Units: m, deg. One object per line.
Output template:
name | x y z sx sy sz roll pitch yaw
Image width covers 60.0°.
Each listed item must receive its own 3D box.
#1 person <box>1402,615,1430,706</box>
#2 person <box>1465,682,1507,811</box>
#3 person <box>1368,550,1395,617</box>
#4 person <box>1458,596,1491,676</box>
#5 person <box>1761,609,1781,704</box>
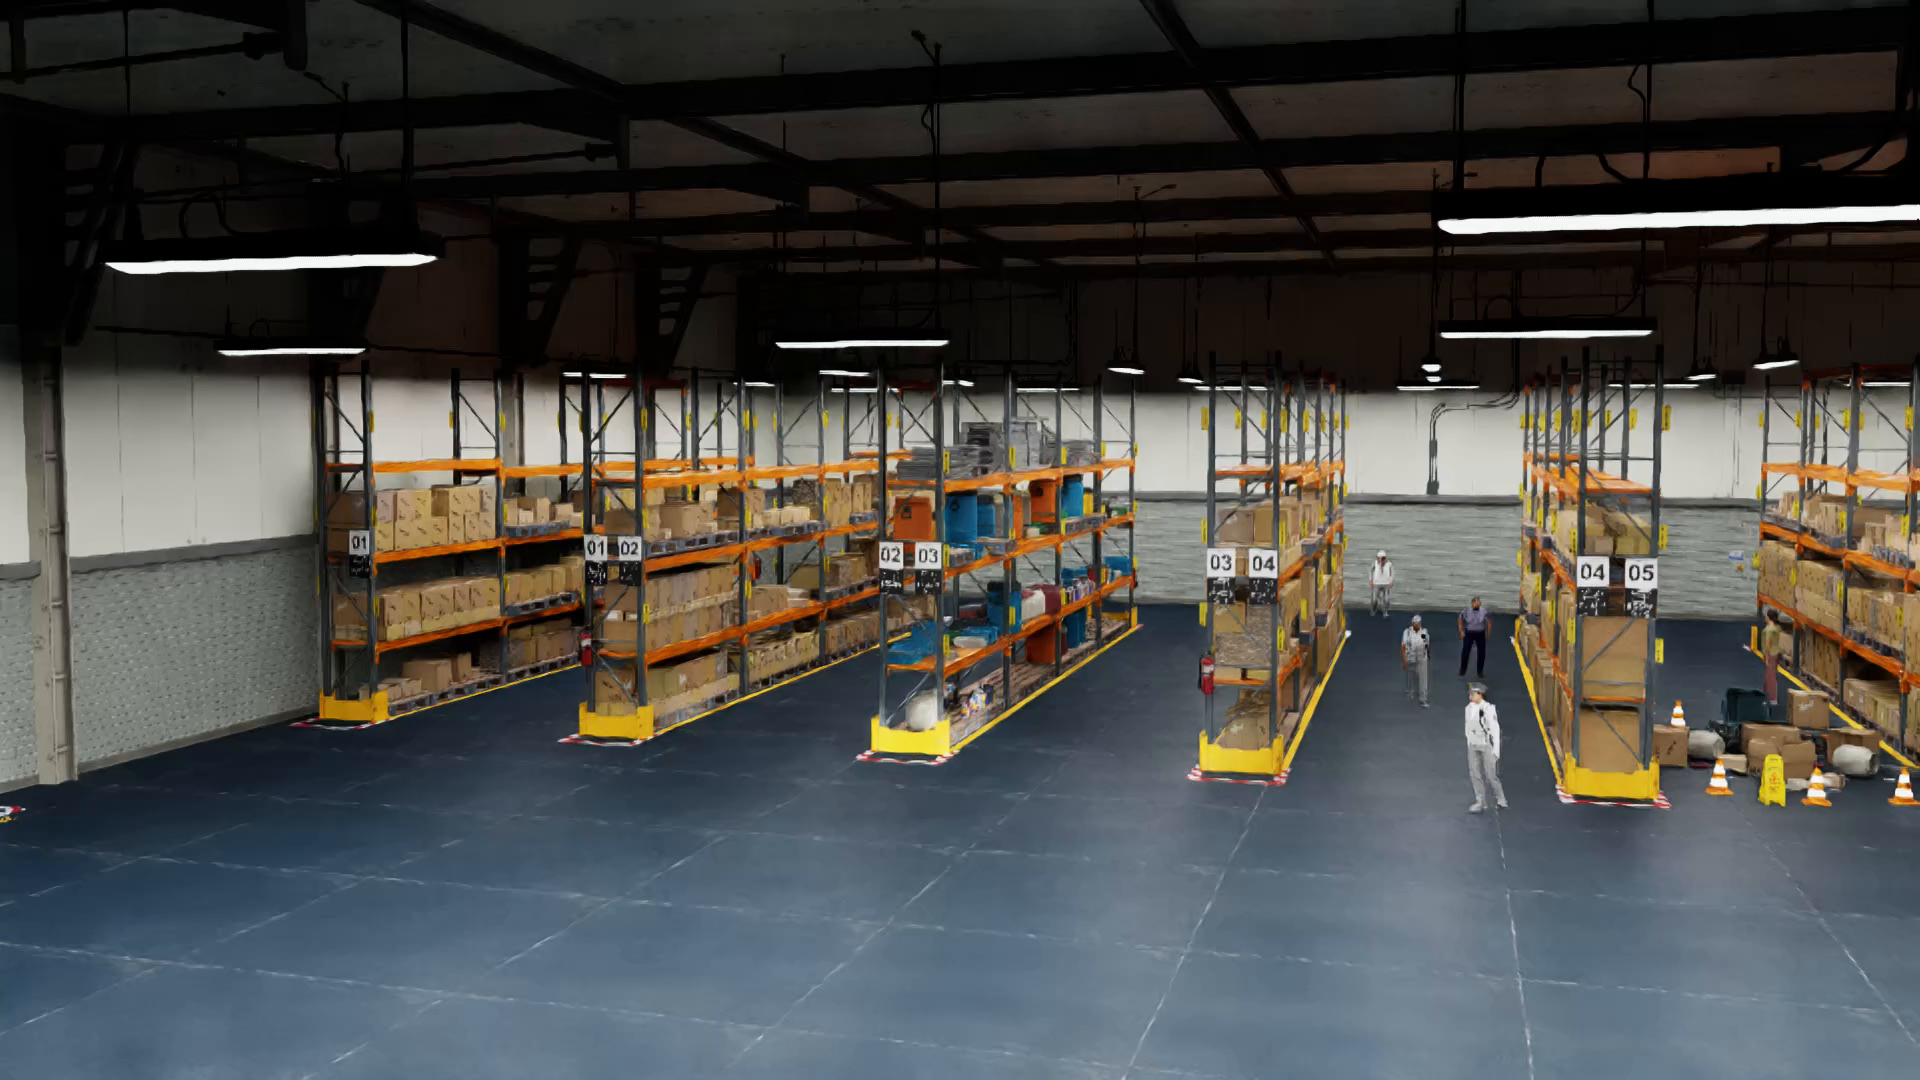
person | 8.055 2.098 29.383 0.497 1.580 1.090 1 4 14
person | 6.773 2.644 21.431 0.545 1.665 0.521 -3 5 -38
person | 10.764 1.114 42.485 0.677 1.726 0.574 1 4 14
person | 10.096 1.889 32.646 0.625 1.581 0.517 1 4 14
person | 14.316 2.049 29.470 0.493 1.675 0.477 -4 6 -43
